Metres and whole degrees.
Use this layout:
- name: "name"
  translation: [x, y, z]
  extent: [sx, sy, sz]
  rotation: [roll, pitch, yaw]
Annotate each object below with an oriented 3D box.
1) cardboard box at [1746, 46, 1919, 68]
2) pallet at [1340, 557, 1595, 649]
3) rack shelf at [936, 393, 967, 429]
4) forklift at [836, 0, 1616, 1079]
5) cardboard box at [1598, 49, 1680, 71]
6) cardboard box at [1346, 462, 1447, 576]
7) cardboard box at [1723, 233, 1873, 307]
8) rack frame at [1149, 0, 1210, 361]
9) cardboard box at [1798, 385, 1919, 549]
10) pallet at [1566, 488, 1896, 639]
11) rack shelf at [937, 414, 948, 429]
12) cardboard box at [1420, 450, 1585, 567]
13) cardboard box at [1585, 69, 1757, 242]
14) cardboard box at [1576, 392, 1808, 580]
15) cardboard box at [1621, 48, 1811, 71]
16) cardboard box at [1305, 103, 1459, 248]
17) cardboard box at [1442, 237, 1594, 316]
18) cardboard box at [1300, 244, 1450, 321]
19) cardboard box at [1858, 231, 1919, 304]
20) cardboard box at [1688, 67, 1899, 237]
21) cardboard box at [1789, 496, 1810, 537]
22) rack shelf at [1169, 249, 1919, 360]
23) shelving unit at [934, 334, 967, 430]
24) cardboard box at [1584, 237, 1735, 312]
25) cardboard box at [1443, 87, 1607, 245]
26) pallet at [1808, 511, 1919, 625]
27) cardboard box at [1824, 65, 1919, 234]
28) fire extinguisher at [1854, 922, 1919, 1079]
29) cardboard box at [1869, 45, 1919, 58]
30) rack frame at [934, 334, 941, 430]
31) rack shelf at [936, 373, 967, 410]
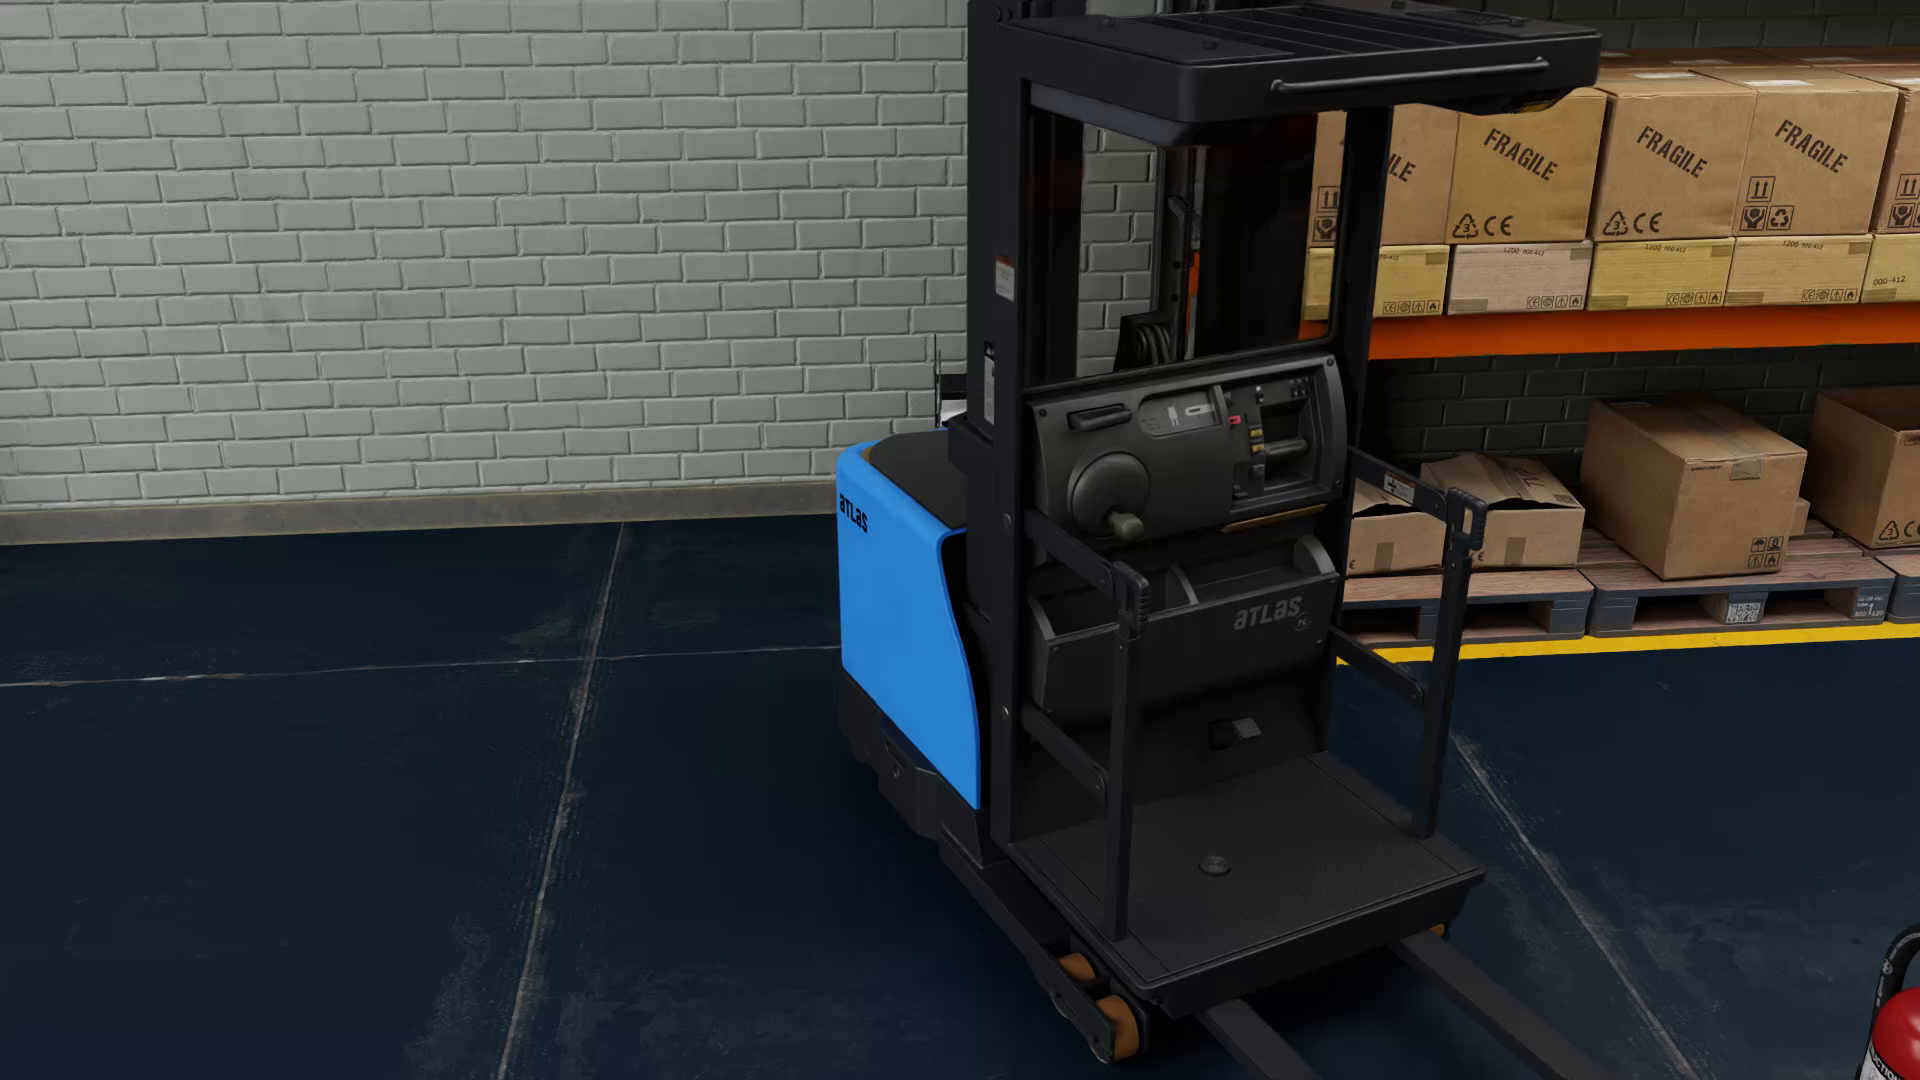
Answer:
- name: "cardboard box"
  translation: [3.359, -1.619, 6.436]
  extent: [0.500, 0.500, 0.500]
  rotation: [-2, 24, -4]
- name: "pallet"
  translation: [1.766, 0.106, 6.751]
  extent: [1.213, 0.211, 1.003]
  rotation: [-2, 24, -5]
- name: "rack shelf"
  translation: [0.008, -0.546, 7.008]
  extent: [0.200, 0.077, 0.258]
  rotation: [-2, 24, -5]
- name: "forklift"
  translation: [0.705, -0.212, 4.118]
  extent: [1.130, 2.935, 3.031]
  rotation: [-12, 26, -24]
- name: "cardboard box"
  translation: [2.343, -1.573, 6.334]
  extent: [0.500, 0.500, 0.500]
  rotation: [-3, 24, -7]
- name: "cardboard box"
  translation: [1.576, -0.111, 6.574]
  extent: [0.500, 0.311, 0.500]
  rotation: [-5, 24, -11]
- name: "cardboard box"
  translation: [2.921, -1.042, 6.062]
  extent: [0.500, 0.250, 0.500]
  rotation: [-2, 24, -5]
- name: "rack frame"
  translation: [0.878, -1.147, 6.137]
  extent: [0.127, 3.000, 1.000]
  rotation: [-2, 24, -5]
- name: "cardboard box"
  translation: [3.830, -0.308, 6.785]
  extent: [0.500, 0.500, 0.500]
  rotation: [-4, 24, -9]
- name: "pallet"
  translation: [2.977, 0.059, 6.858]
  extent: [1.213, 0.211, 1.003]
  rotation: [-2, 24, -5]
- name: "rack shelf"
  translation: [0.008, -0.463, 7.045]
  extent: [0.200, 0.077, 0.258]
  rotation: [-2, 24, -5]
- name: "cardboard box"
  translation: [2.143, -0.133, 6.626]
  extent: [0.500, 0.311, 0.500]
  rotation: [0, 24, -1]
- name: "cardboard box"
  translation: [2.391, -1.362, 5.857]
  extent: [0.500, 0.500, 0.500]
  rotation: [-3, 24, -7]
- name: "cardboard box"
  translation: [2.878, -0.229, 6.608]
  extent: [0.500, 0.500, 0.700]
  rotation: [-4, 24, -8]
- name: "cardboard box"
  translation: [2.844, -1.594, 6.379]
  extent: [0.500, 0.500, 0.500]
  rotation: [-2, 24, -4]
- name: "cardboard box"
  translation: [1.383, -1.328, 5.781]
  extent: [0.500, 0.500, 0.500]
  rotation: [-2, 24, -5]
- name: "cardboard box"
  translation: [1.911, -1.005, 5.979]
  extent: [0.500, 0.250, 0.500]
  rotation: [-3, 24, -7]
- name: "cardboard box"
  translation: [1.395, -0.979, 5.919]
  extent: [0.500, 0.250, 0.500]
  rotation: [-3, 24, -7]
- name: "cardboard box"
  translation: [3.422, -1.063, 6.108]
  extent: [0.500, 0.250, 0.500]
  rotation: [-2, 24, -5]
- name: "cardboard box"
  translation: [2.903, -1.387, 5.914]
  extent: [0.500, 0.500, 0.500]
  rotation: [-2, 24, -3]
- name: "cardboard box"
  translation: [3.265, -0.149, 6.861]
  extent: [0.250, 0.149, 0.380]
  rotation: [-4, 24, -9]
- name: "rack shelf"
  translation: [2.869, -0.898, 6.463]
  extent: [4.000, 0.370, 1.077]
  rotation: [-2, 24, -5]
- name: "shelving unit"
  translation: [0.008, -0.412, 7.068]
  extent: [0.210, 0.900, 0.258]
  rotation: [-2, 24, -5]
- name: "cardboard box"
  translation: [2.418, -1.023, 6.019]
  extent: [0.500, 0.250, 0.500]
  rotation: [-3, 24, -6]
- name: "cardboard box"
  translation: [1.876, -1.344, 5.816]
  extent: [0.500, 0.500, 0.500]
  rotation: [-2, 24, -5]
- name: "pallet"
  translation: [4.194, 0.009, 6.971]
  extent: [1.213, 0.211, 1.003]
  rotation: [-2, 24, -5]
- name: "cardboard box"
  translation: [3.421, -1.408, 5.962]
  extent: [0.500, 0.500, 0.500]
  rotation: [-3, 24, -7]
- name: "fire extinguisher"
  translation: [1.206, 0.707, 2.060]
  extent: [0.183, 0.674, 0.296]
  rotation: [-2, 24, -5]
- name: "cardboard box"
  translation: [3.856, -1.636, 6.475]
  extent: [0.500, 0.500, 0.500]
  rotation: [-2, 24, -5]
- name: "rack frame"
  translation: [-0.093, -0.407, 7.059]
  extent: [0.006, 0.900, 0.240]
  rotation: [-2, 24, -5]
- name: "rack shelf"
  translation: [0.008, -0.628, 6.972]
  extent: [0.200, 0.077, 0.258]
  rotation: [-2, 24, -5]
